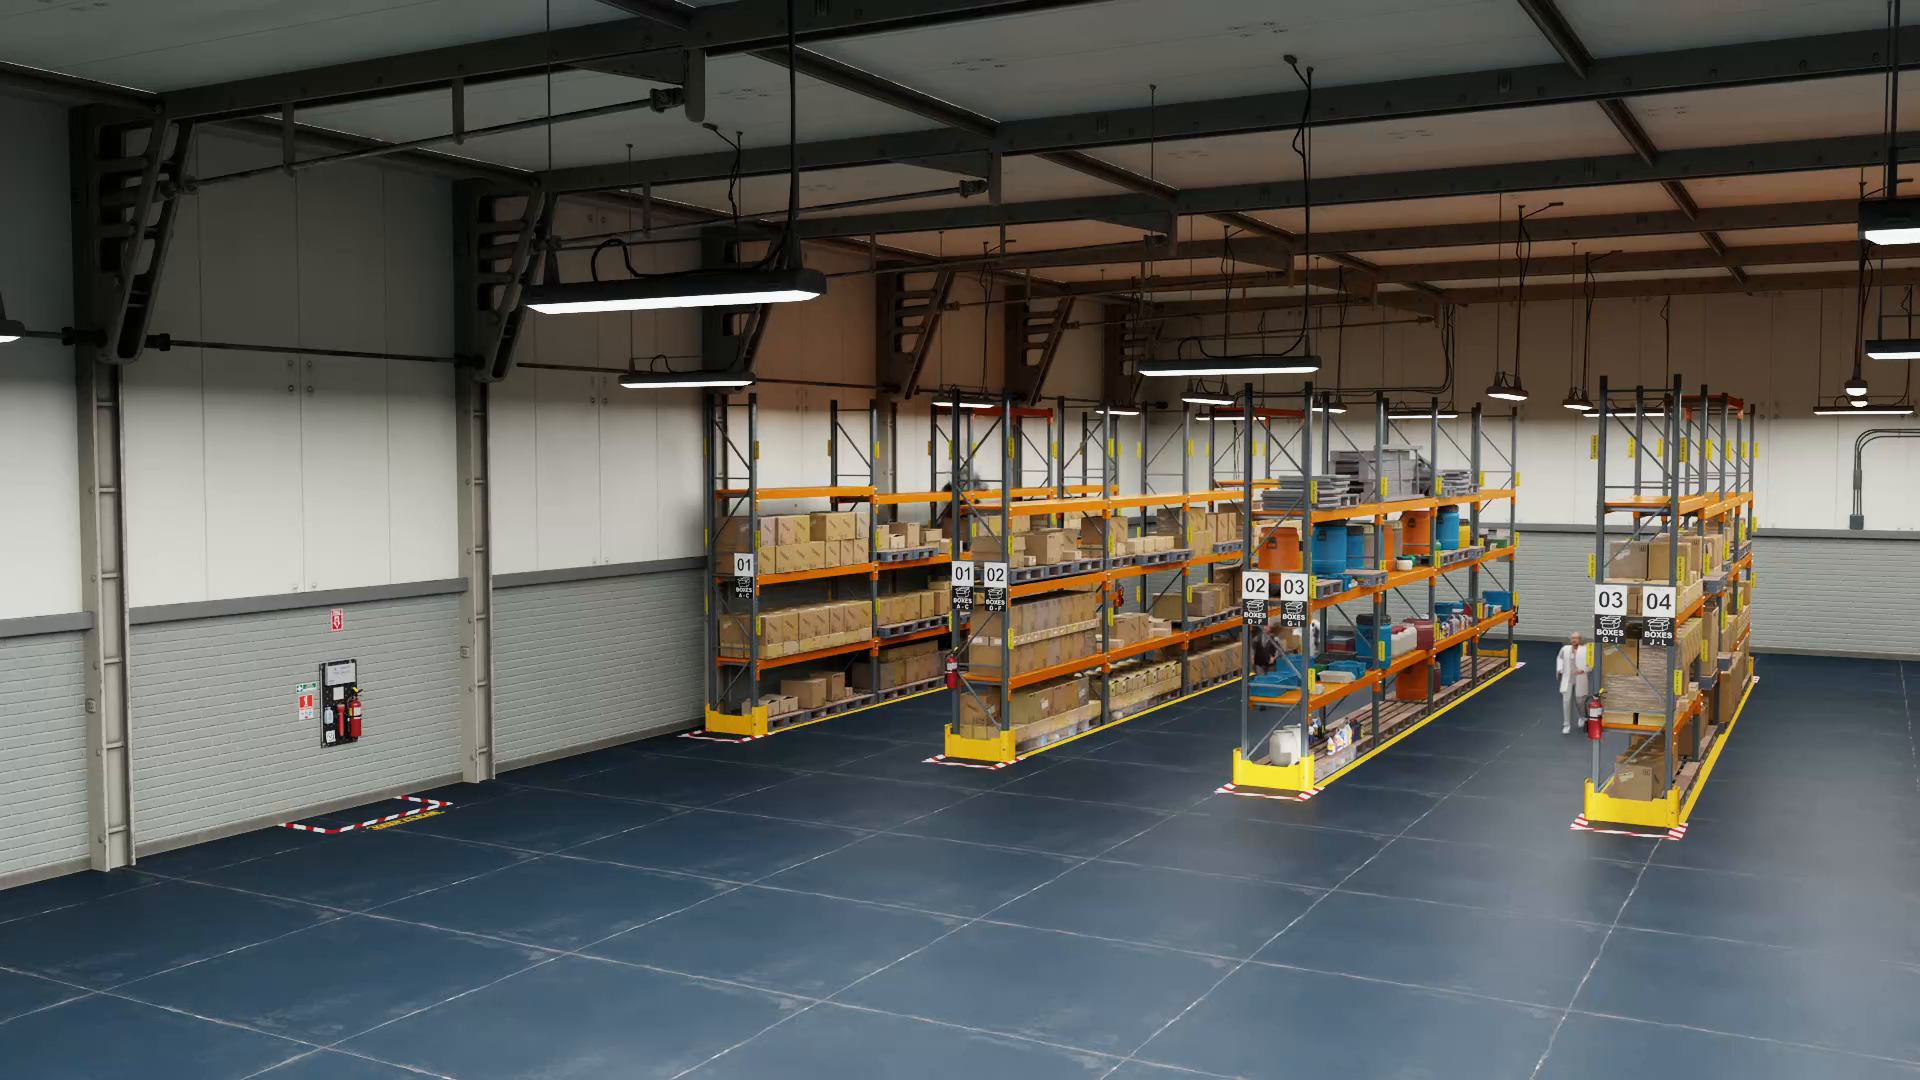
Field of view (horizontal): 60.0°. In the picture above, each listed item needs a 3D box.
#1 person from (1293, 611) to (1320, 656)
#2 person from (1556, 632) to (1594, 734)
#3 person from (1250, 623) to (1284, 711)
[{"bbox_3d":[7.333,2.260,35.071,0.583,1.751,0.763,1,3,25],"label":"person"},{"bbox_3d":[10.878,2.507,29.439,0.728,1.762,0.976,2,4,34],"label":"person"},{"bbox_3d":[5.888,2.428,32.012,0.683,1.692,0.675,1,3,21],"label":"person"}]
